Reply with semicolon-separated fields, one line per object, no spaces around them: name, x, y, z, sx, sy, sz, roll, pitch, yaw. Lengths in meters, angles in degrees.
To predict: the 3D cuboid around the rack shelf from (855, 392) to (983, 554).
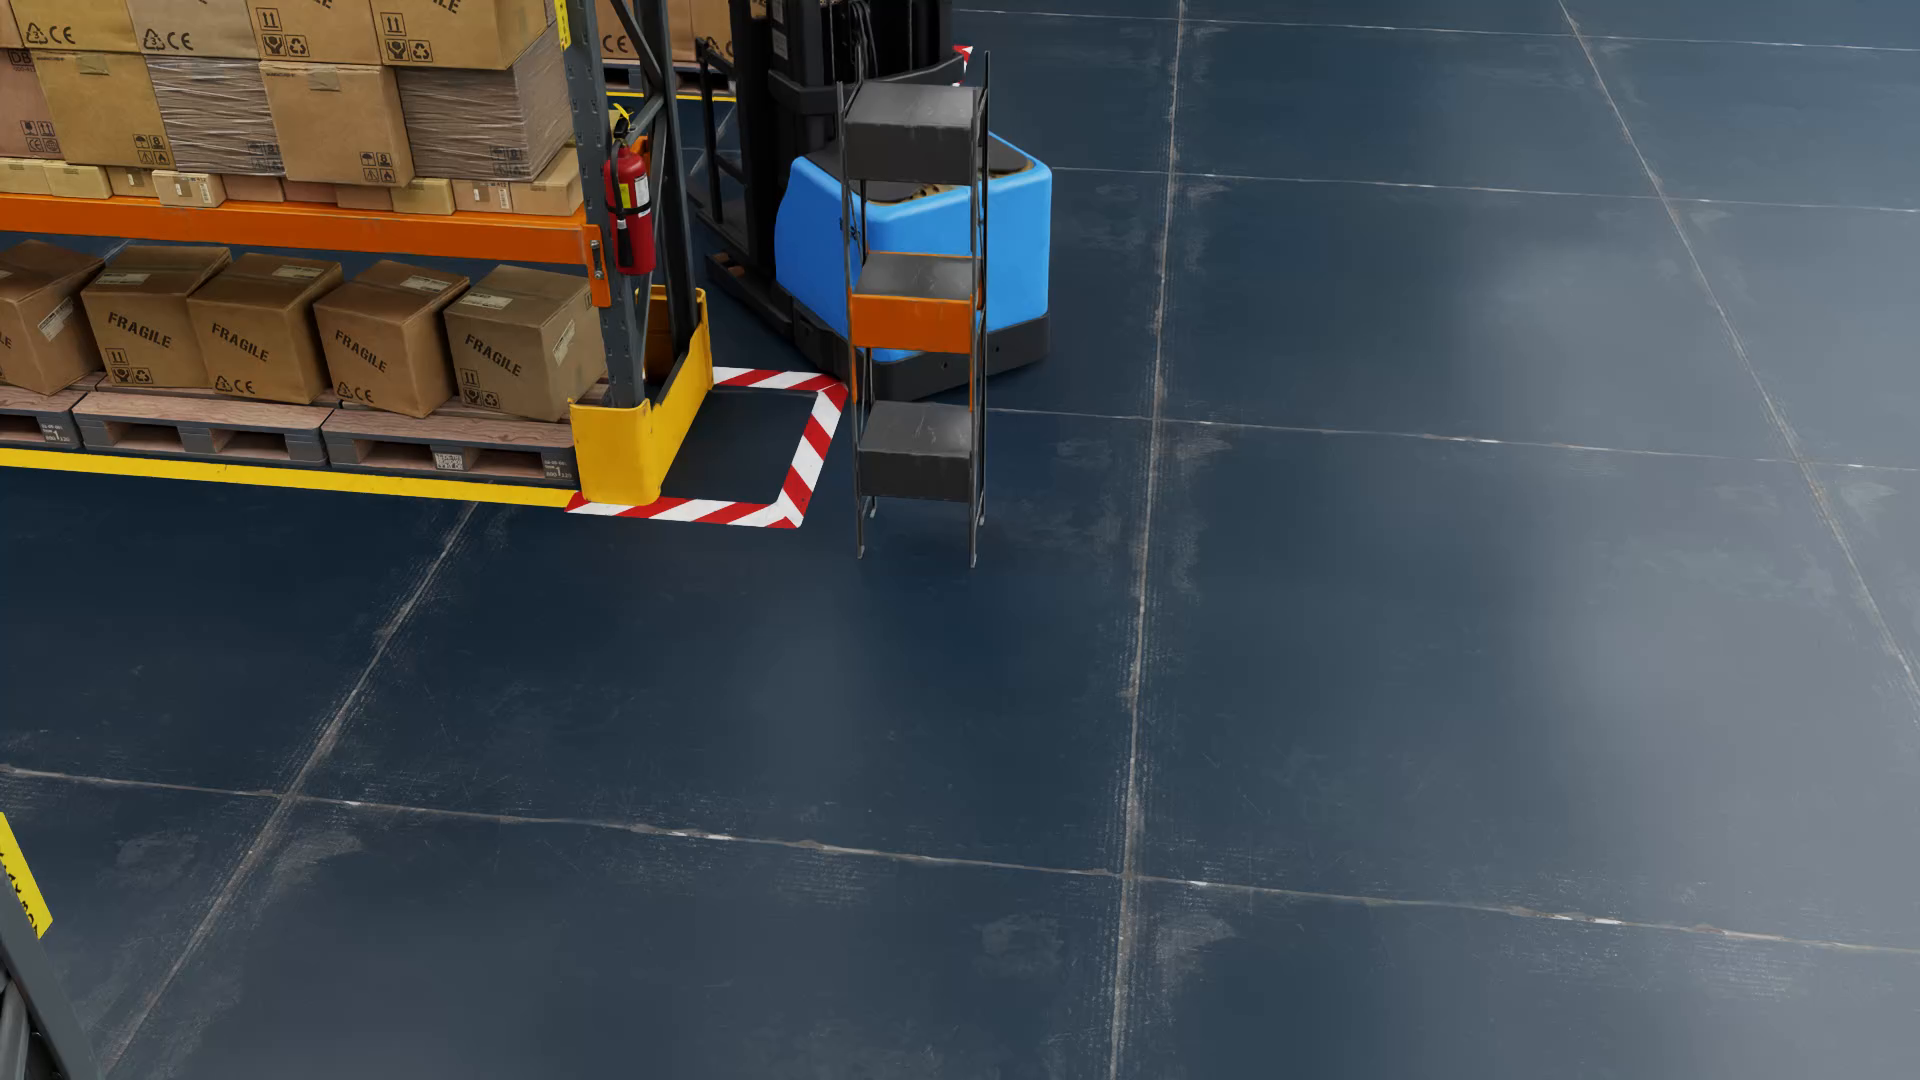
rack shelf;-0.164;-0.286;7.072;0.480;0.518;0.431;4;36;6

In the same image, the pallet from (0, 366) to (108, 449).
pallet;-4.694;-0.844;8.251;1.213;0.211;1.003;4;36;6

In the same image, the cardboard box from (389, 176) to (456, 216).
cardboard box;-2.209;-1.520;7.014;0.250;0.149;0.380;4;36;6

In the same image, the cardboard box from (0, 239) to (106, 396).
cardboard box;-4.404;-1.071;7.959;0.500;0.500;0.500;16;38;21

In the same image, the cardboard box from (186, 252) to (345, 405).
cardboard box;-3.230;-1.003;7.864;0.500;0.500;0.500;7;36;10

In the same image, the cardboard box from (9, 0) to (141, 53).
cardboard box;-3.461;-2.293;6.678;0.500;0.500;0.500;4;36;6

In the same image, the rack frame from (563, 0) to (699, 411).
rack frame;-1.397;-1.712;7.067;0.127;3.000;1.000;4;36;6

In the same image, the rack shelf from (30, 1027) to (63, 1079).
rack shelf;-4.012;1.286;3.485;4.000;0.370;1.077;4;36;6

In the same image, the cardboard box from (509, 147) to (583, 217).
cardboard box;-1.706;-1.512;7.003;0.250;0.149;0.380;4;36;6

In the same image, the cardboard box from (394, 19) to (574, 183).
cardboard box;-1.939;-1.930;7.031;0.500;0.500;0.875;4;36;6

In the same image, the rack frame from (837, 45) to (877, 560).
rack frame;-0.406;-0.885;6.683;0.015;2.100;0.400;4;36;6

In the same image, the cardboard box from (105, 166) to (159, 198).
cardboard box;-3.446;-1.621;7.156;0.250;0.149;0.380;4;36;6

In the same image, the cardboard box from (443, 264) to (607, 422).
cardboard box;-2.014;-0.922;7.749;0.500;0.500;0.500;11;37;15

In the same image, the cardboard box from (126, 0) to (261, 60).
cardboard box;-2.967;-2.251;6.620;0.500;0.500;0.500;4;36;6

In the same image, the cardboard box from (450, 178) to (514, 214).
cardboard box;-1.954;-1.531;7.029;0.250;0.149;0.380;4;36;6

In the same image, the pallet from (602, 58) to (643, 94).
pallet;-2.675;-3.533;12.019;1.213;0.211;1.003;4;36;6

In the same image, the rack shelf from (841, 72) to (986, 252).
rack shelf;-0.164;-1.426;6.258;0.480;0.518;0.431;4;36;6

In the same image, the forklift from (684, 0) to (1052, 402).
forklift;-0.757;-2.659;8.452;1.130;2.935;3.031;-20;40;-26

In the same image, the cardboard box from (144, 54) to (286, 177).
cardboard box;-2.941;-1.960;7.072;0.500;0.500;0.875;4;36;6

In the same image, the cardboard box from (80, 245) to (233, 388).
cardboard box;-3.778;-1.070;7.958;0.500;0.500;0.500;1;36;2

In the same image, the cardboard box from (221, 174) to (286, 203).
cardboard box;-2.948;-1.595;7.119;0.250;0.149;0.380;4;36;6

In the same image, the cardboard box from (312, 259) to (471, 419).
cardboard box;-2.612;-0.946;7.784;0.500;0.500;0.500;14;38;18

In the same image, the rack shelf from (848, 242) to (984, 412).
rack shelf;-0.164;-0.856;6.665;0.480;0.518;0.431;4;36;6

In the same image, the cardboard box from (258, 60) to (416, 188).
cardboard box;-2.450;-1.898;6.986;0.500;0.500;0.875;4;36;6

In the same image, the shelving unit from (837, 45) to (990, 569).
shelving unit;-0.164;-0.867;6.657;0.503;2.100;0.431;4;36;6

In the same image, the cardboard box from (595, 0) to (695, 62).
cardboard box;-2.219;-3.945;11.663;0.875;0.875;0.875;4;36;5

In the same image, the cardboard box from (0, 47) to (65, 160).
cardboard box;-3.926;-2.065;7.219;0.500;0.500;0.875;4;36;6

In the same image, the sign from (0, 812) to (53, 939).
sign;-1.954;0.712;3.432;0.005;0.325;0.100;4;36;6

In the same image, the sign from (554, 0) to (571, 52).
sign;-1.488;-1.994;6.193;0.005;0.325;0.100;4;36;6

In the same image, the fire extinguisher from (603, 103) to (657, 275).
fire extinguisher;-1.342;-1.407;6.706;0.183;0.674;0.296;4;36;6

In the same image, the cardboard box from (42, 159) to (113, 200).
cardboard box;-3.700;-1.613;7.145;0.250;0.149;0.380;4;36;6

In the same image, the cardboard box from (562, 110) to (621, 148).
cardboard box;-1.650;-1.768;7.362;0.250;0.149;0.380;4;36;6

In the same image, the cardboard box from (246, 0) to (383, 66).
cardboard box;-2.471;-2.213;6.566;0.500;0.500;0.500;4;36;6

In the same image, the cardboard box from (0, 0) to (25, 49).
cardboard box;-3.959;-2.324;6.721;0.500;0.500;0.500;4;36;6

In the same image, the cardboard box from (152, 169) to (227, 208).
cardboard box;-3.207;-1.563;7.074;0.250;0.149;0.380;4;36;6

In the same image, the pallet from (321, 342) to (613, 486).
pallet;-2.274;-0.663;7.998;1.213;0.211;1.003;4;36;6

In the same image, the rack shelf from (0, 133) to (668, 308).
rack shelf;-3.381;-1.567;7.483;4.000;0.370;1.077;4;36;6

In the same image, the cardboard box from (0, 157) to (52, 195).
cardboard box;-3.947;-1.638;7.180;0.250;0.149;0.380;4;36;6

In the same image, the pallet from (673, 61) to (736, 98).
pallet;-1.468;-3.442;11.891;1.213;0.211;1.003;4;36;6

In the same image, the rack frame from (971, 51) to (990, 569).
rack frame;0.078;-0.849;6.632;0.015;2.100;0.400;4;36;6

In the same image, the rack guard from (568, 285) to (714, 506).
rack guard;-1.473;-0.700;7.801;0.348;0.500;1.175;4;36;6

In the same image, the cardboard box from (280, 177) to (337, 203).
cardboard box;-2.697;-1.590;7.111;0.250;0.149;0.380;4;36;6

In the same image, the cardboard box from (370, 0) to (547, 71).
cardboard box;-1.974;-2.179;6.519;0.500;0.500;0.500;4;36;6

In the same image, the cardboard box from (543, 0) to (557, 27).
cardboard box;-1.908;-2.479;6.938;0.500;0.500;0.500;4;36;6

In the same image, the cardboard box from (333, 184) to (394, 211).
cardboard box;-2.455;-1.547;7.052;0.250;0.149;0.380;4;36;6

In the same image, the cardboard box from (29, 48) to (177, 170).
cardboard box;-3.435;-2.004;7.134;0.500;0.500;0.875;4;36;6

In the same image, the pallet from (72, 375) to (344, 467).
pallet;-3.481;-0.755;8.126;1.213;0.211;1.003;4;36;6

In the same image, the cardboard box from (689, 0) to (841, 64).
cardboard box;-1.346;-3.881;11.573;0.875;0.875;0.875;4;36;6
